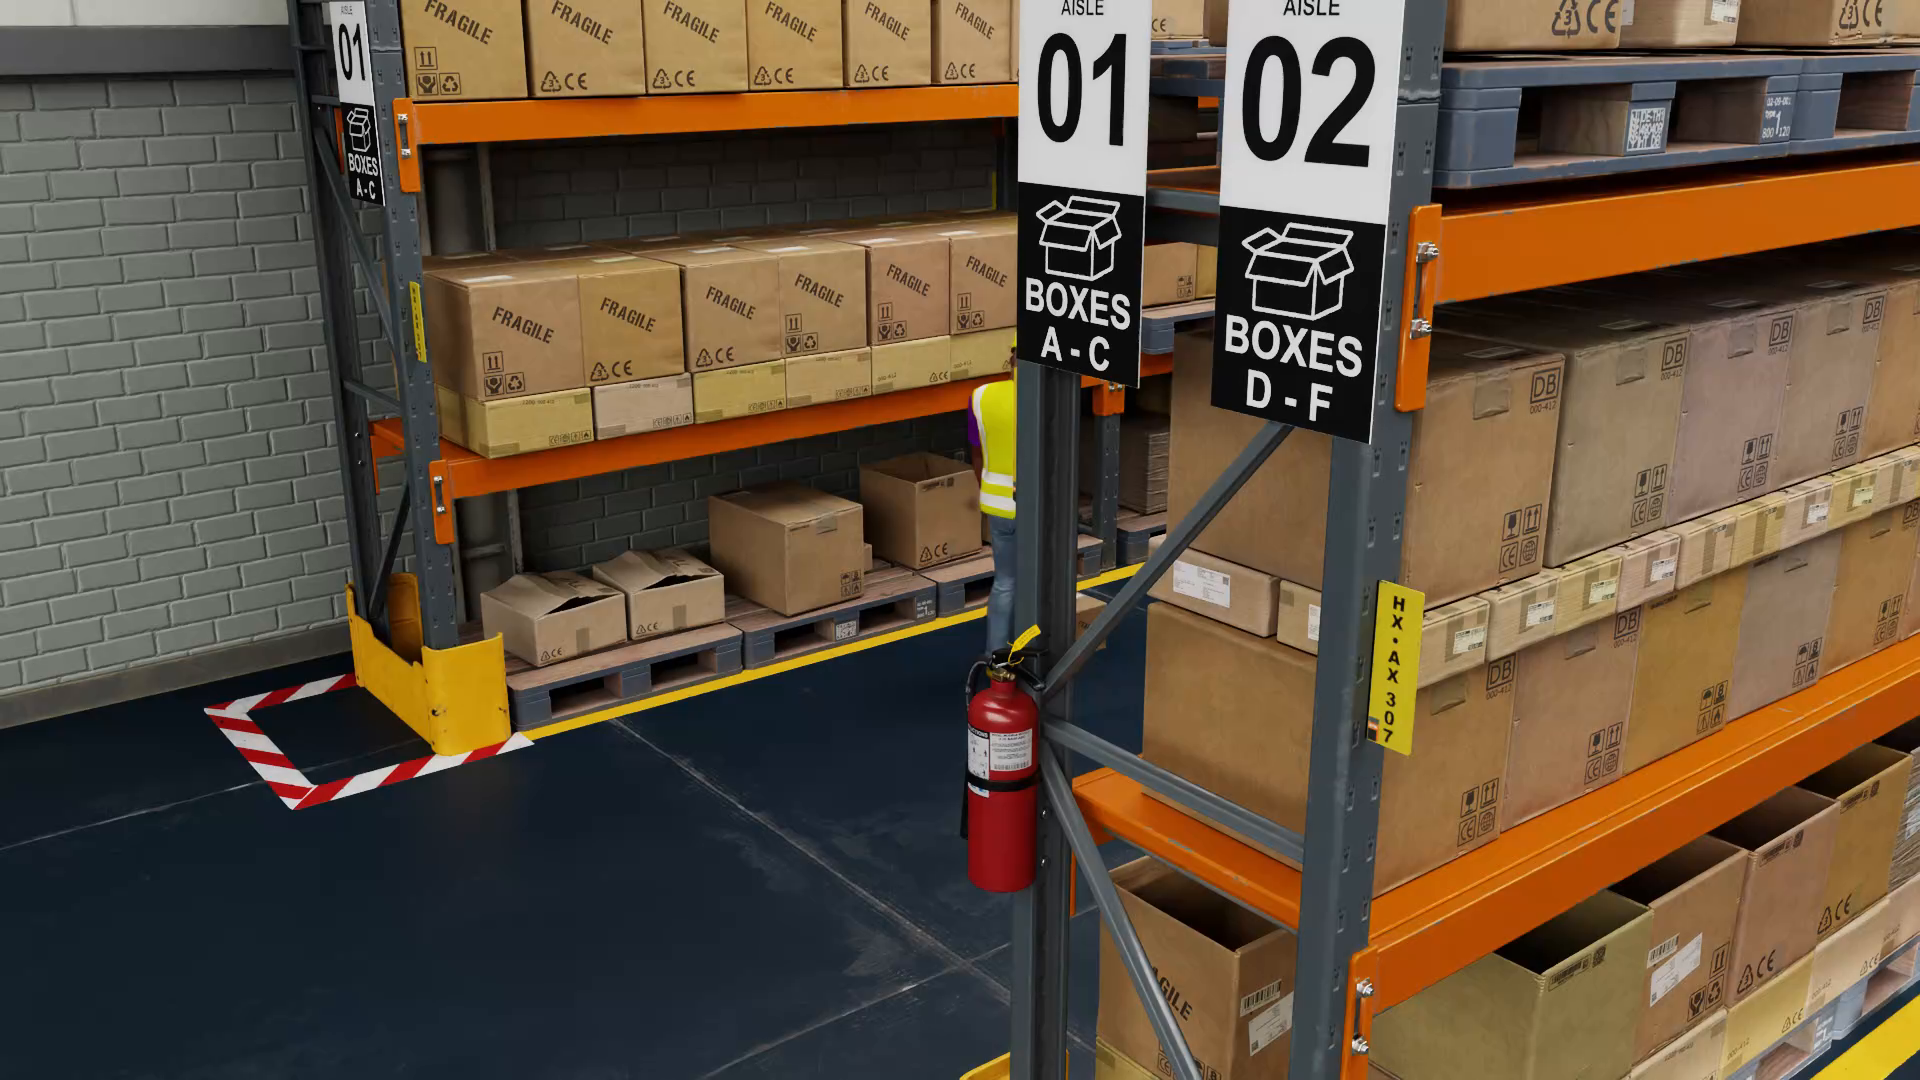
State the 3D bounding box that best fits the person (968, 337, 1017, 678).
[{"bbox_3d":[0.311,-0.160,8.065,0.581,1.737,0.409,12,21,34],"label":"person"}]
